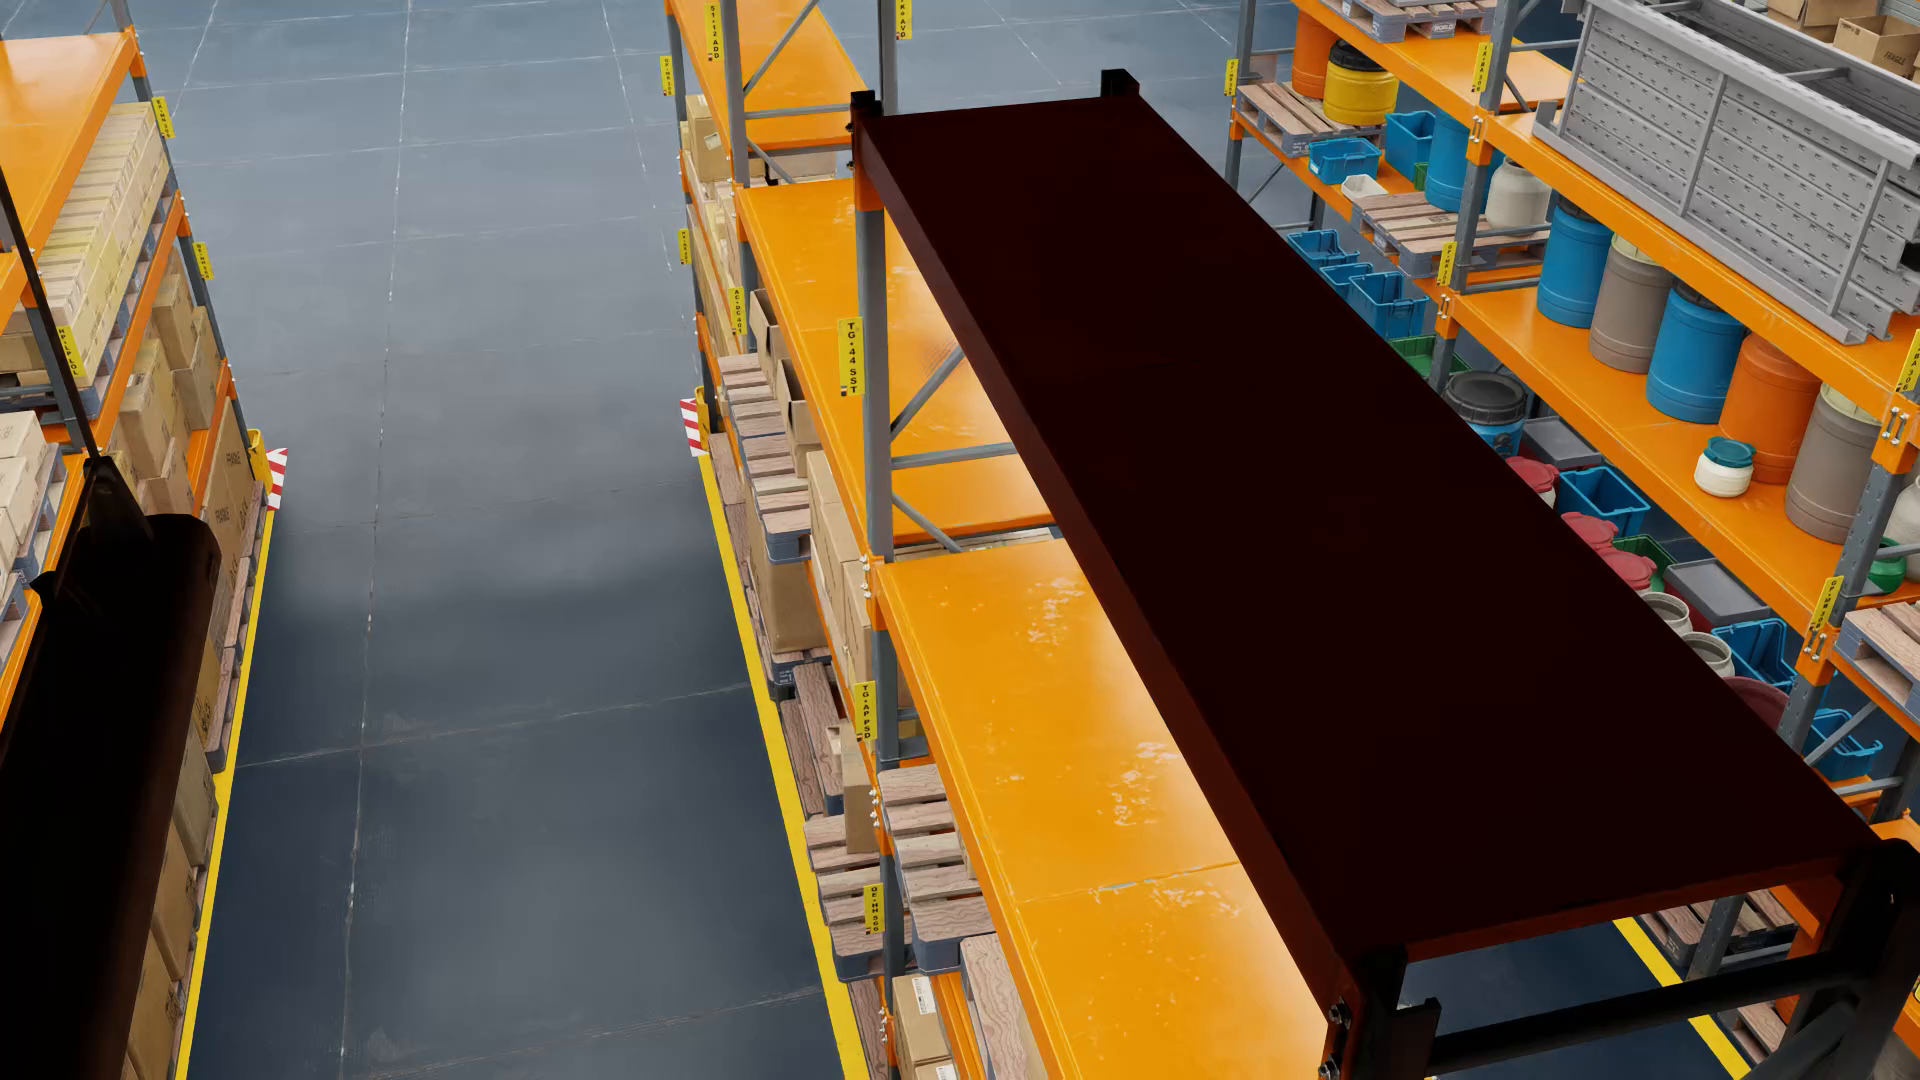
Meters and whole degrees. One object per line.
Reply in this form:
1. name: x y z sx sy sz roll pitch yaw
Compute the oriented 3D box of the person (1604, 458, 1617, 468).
1. person: 6.066 -1.370 14.655 0.405 1.794 0.589 10 36 15
